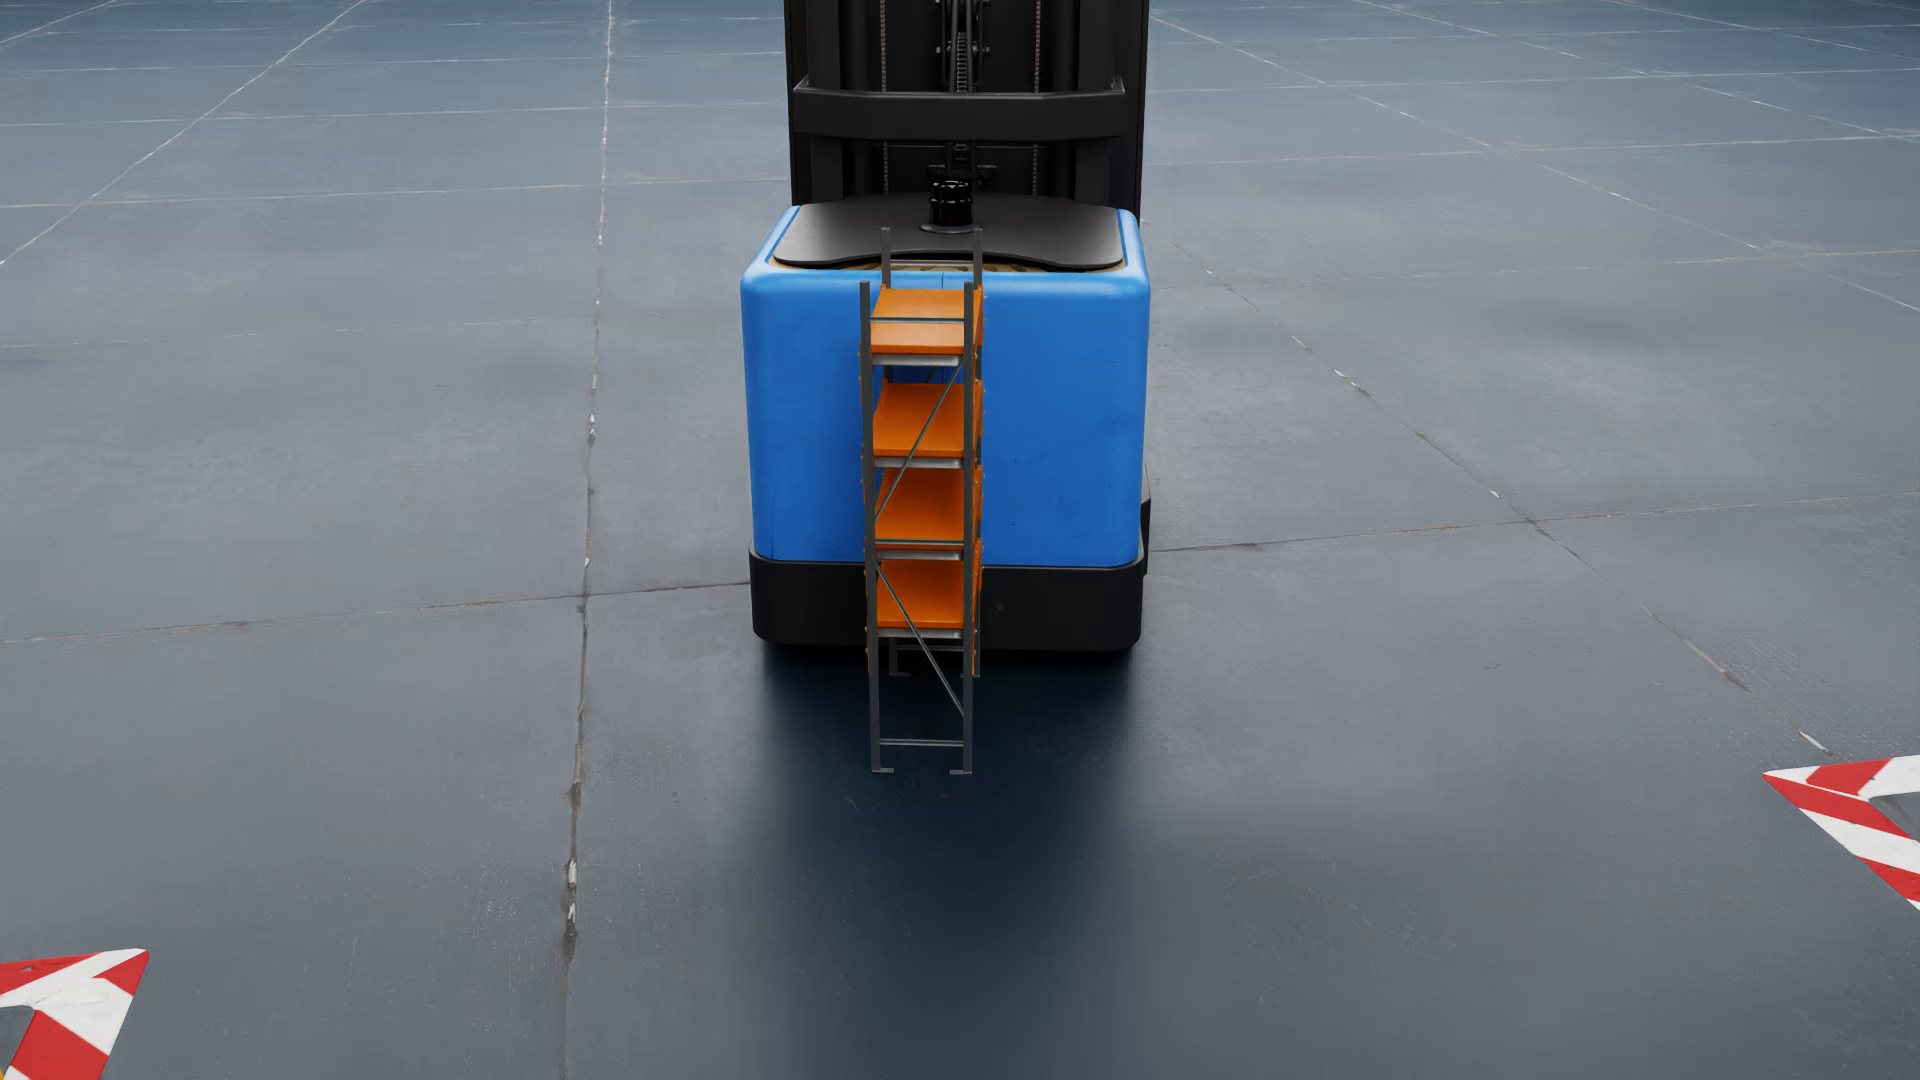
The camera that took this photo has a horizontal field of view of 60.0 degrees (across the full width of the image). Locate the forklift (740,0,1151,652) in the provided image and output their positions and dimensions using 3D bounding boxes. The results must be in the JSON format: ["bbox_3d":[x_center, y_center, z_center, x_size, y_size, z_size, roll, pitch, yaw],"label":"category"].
[{"bbox_3d":[0.031,-1.595,5.240,1.130,2.935,3.031,1,24,3],"label":"forklift"}]

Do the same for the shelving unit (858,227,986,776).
[{"bbox_3d":[-0.079,-0.091,3.958,0.258,1.200,0.503,1,24,3],"label":"shelving unit"}]

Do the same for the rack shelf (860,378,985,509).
[{"bbox_3d":[-0.079,-0.234,3.896,0.258,0.148,0.480,1,24,3],"label":"rack shelf"}]

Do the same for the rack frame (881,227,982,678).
[{"bbox_3d":[-0.067,-0.188,4.182,0.240,1.200,0.015,1,24,3],"label":"rack frame"}]

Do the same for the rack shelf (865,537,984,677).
[{"bbox_3d":[-0.079,0.153,4.065,0.258,0.148,0.480,1,24,3],"label":"rack shelf"}]

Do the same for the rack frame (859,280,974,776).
[{"bbox_3d":[-0.091,0.007,3.735,0.240,1.200,0.015,1,24,3],"label":"rack frame"}]

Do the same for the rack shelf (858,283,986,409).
[{"bbox_3d":[-0.079,-0.451,3.801,0.258,0.148,0.480,1,24,3],"label":"rack shelf"}]

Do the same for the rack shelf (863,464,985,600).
[{"bbox_3d":[-0.079,-0.029,3.985,0.258,0.148,0.480,1,24,3],"label":"rack shelf"}]
